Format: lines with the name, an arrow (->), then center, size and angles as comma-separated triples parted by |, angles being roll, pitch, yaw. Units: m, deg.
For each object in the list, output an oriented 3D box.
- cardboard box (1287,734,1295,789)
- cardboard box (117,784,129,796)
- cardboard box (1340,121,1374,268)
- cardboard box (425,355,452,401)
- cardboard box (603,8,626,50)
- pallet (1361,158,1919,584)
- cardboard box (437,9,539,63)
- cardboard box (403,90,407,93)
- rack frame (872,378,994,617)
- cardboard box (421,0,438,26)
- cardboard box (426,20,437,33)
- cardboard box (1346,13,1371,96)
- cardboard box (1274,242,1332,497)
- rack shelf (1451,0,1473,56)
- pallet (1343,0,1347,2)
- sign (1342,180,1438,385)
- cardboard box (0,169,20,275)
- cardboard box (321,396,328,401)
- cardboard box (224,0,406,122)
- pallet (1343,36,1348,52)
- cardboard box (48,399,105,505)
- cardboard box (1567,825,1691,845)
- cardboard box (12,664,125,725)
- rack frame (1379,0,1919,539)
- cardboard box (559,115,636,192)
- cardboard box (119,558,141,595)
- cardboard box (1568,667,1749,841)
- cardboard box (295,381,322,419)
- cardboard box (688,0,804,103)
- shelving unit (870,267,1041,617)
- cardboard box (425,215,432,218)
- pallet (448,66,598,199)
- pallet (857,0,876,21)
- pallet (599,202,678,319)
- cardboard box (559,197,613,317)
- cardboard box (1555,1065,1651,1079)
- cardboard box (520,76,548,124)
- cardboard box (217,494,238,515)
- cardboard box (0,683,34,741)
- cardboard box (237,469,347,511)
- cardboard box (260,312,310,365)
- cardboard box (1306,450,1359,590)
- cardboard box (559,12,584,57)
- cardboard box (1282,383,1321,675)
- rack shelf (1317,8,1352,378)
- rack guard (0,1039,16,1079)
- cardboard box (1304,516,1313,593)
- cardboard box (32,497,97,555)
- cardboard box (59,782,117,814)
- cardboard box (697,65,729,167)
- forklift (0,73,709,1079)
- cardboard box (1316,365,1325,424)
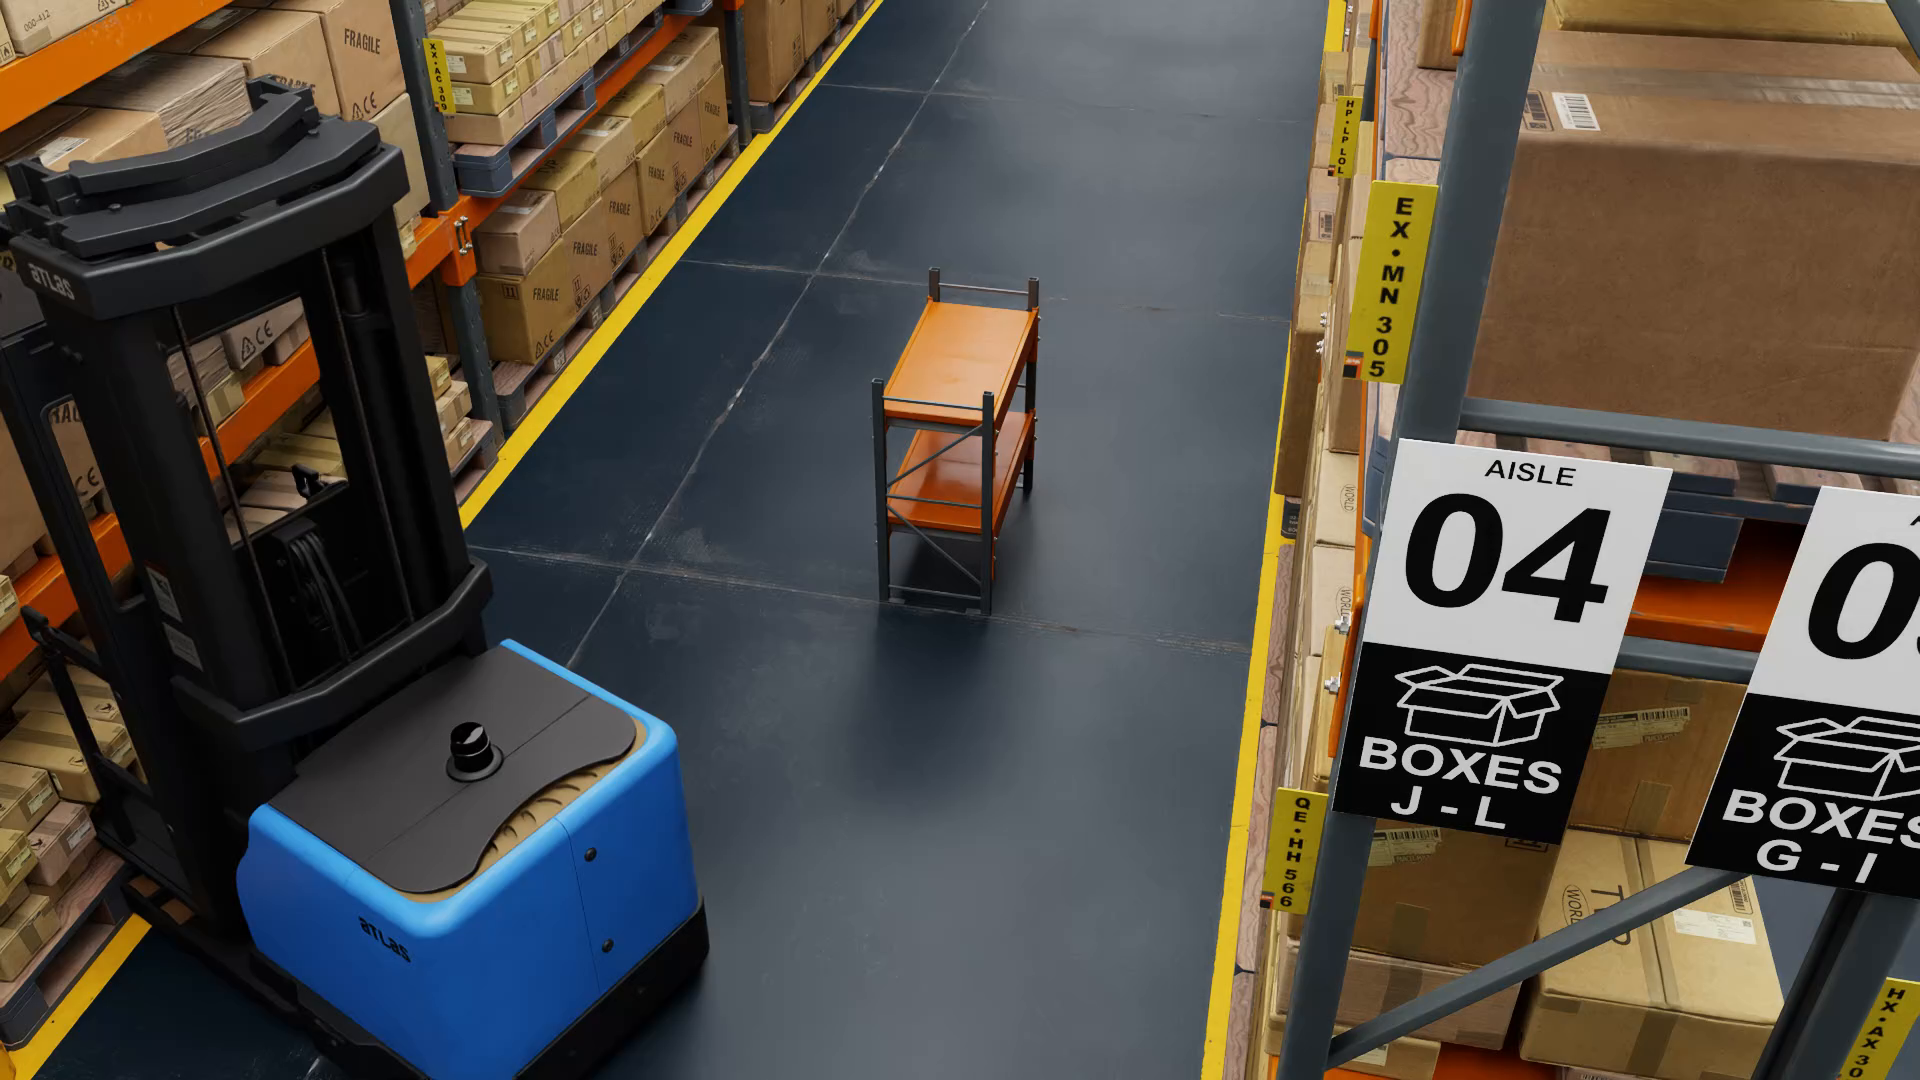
cardboard box -> 1.084, 0.659, 4.499 | 0.380, 0.149, 0.250 | 8, 37, 11
cardboard box -> -3.048, 0.847, 6.096 | 0.380, 0.149, 0.250 | 8, 37, 11
cardboard box -> 1.669, -1.175, 6.050 | 0.500, 0.500, 0.500 | 7, 37, 10
cardboard box -> -2.624, -0.753, 7.798 | 0.380, 0.149, 0.250 | 8, 37, 11
cardboard box -> -1.996, -2.719, 8.802 | 0.380, 0.149, 0.250 | 7, 36, 9
pallet -> 1.315, -0.366, 3.218 | 1.003, 0.211, 1.213 | 7, 37, 10
cardboard box -> -2.216, -2.371, 7.815 | 0.380, 0.149, 0.250 | 8, 37, 11
cardboard box -> -2.857, -2.203, 8.090 | 0.380, 0.149, 0.250 | 8, 37, 10
rack frame -> -0.110, -0.160, 7.012 | 0.500, 1.125, 0.032 | 7, 37, 10
cardboard box -> -2.794, -2.599, 8.130 | 0.380, 0.149, 0.250 | 6, 36, 8
cardboard box -> -2.800, -2.468, 8.202 | 0.380, 0.149, 0.250 | 9, 37, 12
cardboard box -> 2.183, -2.266, 8.236 | 0.500, 0.500, 0.500 | 7, 37, 10
cardboard box -> 2.138, -0.733, 7.658 | 1.225, 0.875, 0.875 | 7, 37, 10
rack shelf -> 1.594, -1.883, 3.634 | 1.077, 0.370, 4.000 | 7, 37, 10
pallet -> 3.839, -4.901, 14.332 | 1.003, 0.211, 1.213 | 7, 37, 10
sign -> 0.640, -0.378, 2.472 | 0.100, 0.325, 0.005 | 7, 37, 10
cardboard box -> -3.067, -0.816, 5.129 | 0.500, 0.500, 0.500 | 7, 36, 9
cardboard box -> -3.193, -0.702, 7.980 | 0.380, 0.149, 0.250 | 9, 37, 12
cardboard box -> -2.639, -1.996, 6.757 | 0.500, 0.500, 0.500 | 6, 36, 8
pallet -> 3.307, -3.363, 12.210 | 1.003, 0.211, 1.213 | 7, 37, 10
cardboard box -> -3.085, -0.413, 5.425 | 0.500, 0.500, 0.500 | 8, 37, 11
cardboard box -> 1.638, 0.640, 4.186 | 0.500, 0.250, 0.500 | 7, 37, 9
cardboard box -> -3.121, 0.591, 5.943 | 0.380, 0.149, 0.250 | 6, 36, 8
rack frame -> 1.167, -1.190, 1.723 | 1.000, 3.000, 0.127 | 7, 37, 10
cardboard box -> -2.162, -2.183, 9.339 | 0.500, 0.250, 0.500 | 9, 37, 12
cardboard box -> -3.437, 0.074, 6.656 | 0.380, 0.149, 0.250 | 7, 37, 10
cardboard box -> 1.640, 0.348, 3.949 | 0.500, 0.500, 0.500 | 6, 36, 9
cardboard box -> -3.195, -0.668, 7.680 | 0.380, 0.149, 0.250 | 9, 37, 12
cardboard box -> -1.730, -3.624, 11.753 | 1.050, 0.750, 0.750 | 7, 36, 9
shelving unit -> -0.001, -0.452, 7.415 | 0.538, 1.125, 1.048 | 7, 37, 10
cardboard box -> -2.891, -1.654, 8.609 | 0.500, 0.250, 0.500 | 6, 36, 9
pallet -> -2.497, -2.076, 8.221 | 1.003, 0.211, 1.213 | 7, 37, 10
pallet -> -1.185, -4.739, 14.109 | 1.003, 0.211, 1.213 | 7, 37, 10
pallet -> -2.379, -1.752, 9.988 | 1.003, 0.211, 1.213 | 7, 37, 10
cardboard box -> -2.274, -1.585, 9.153 | 0.500, 0.500, 0.500 | 9, 37, 12
cardboard box -> 1.565, 1.179, 3.781 | 0.380, 0.149, 0.250 | 8, 37, 10
cardboard box -> -2.216, -2.130, 7.989 | 0.380, 0.149, 0.250 | 8, 37, 11
cardboard box -> -3.318, -0.092, 7.139 | 0.380, 0.149, 0.250 | 9, 37, 12
cardboard box -> -3.556, 0.646, 6.121 | 0.380, 0.149, 0.250 | 7, 37, 9
cardboard box -> -2.786, -0.153, 6.969 | 0.380, 0.149, 0.250 | 6, 36, 8
cardboard box -> -2.807, -0.827, 6.550 | 0.380, 0.149, 0.250 | 6, 36, 8
cardboard box -> 1.336, -0.013, 5.086 | 0.500, 0.250, 0.500 | 7, 37, 10
cardboard box -> -2.106, -2.536, 8.296 | 0.380, 0.149, 0.250 | 6, 36, 8
cardboard box -> 1.802, 0.005, 6.640 | 0.875, 0.875, 0.875 | 7, 37, 10
rack shelf -> 2.448, -1.909, 8.441 | 1.077, 0.370, 4.000 | 7, 37, 10
rack guard -> -3.641, 1.528, 5.215 | 1.175, 0.500, 0.348 | 7, 37, 10
cardboard box -> 1.302, 0.070, 5.312 | 0.380, 0.149, 0.250 | 6, 36, 9
cardboard box -> -3.141, -0.100, 5.546 | 0.380, 0.149, 0.250 | 7, 37, 10
cardboard box -> -3.215, 0.854, 5.833 | 0.380, 0.149, 0.250 | 8, 37, 11
cardboard box -> -1.833, -2.774, 10.794 | 0.500, 0.500, 0.500 | 7, 37, 10
forklift -> -2.354, -0.009, 5.264 | 3.031, 2.935, 1.130 | 23, 42, 28
cardboard box -> 1.521, -0.522, 6.129 | 0.380, 0.149, 0.250 | 8, 37, 11
